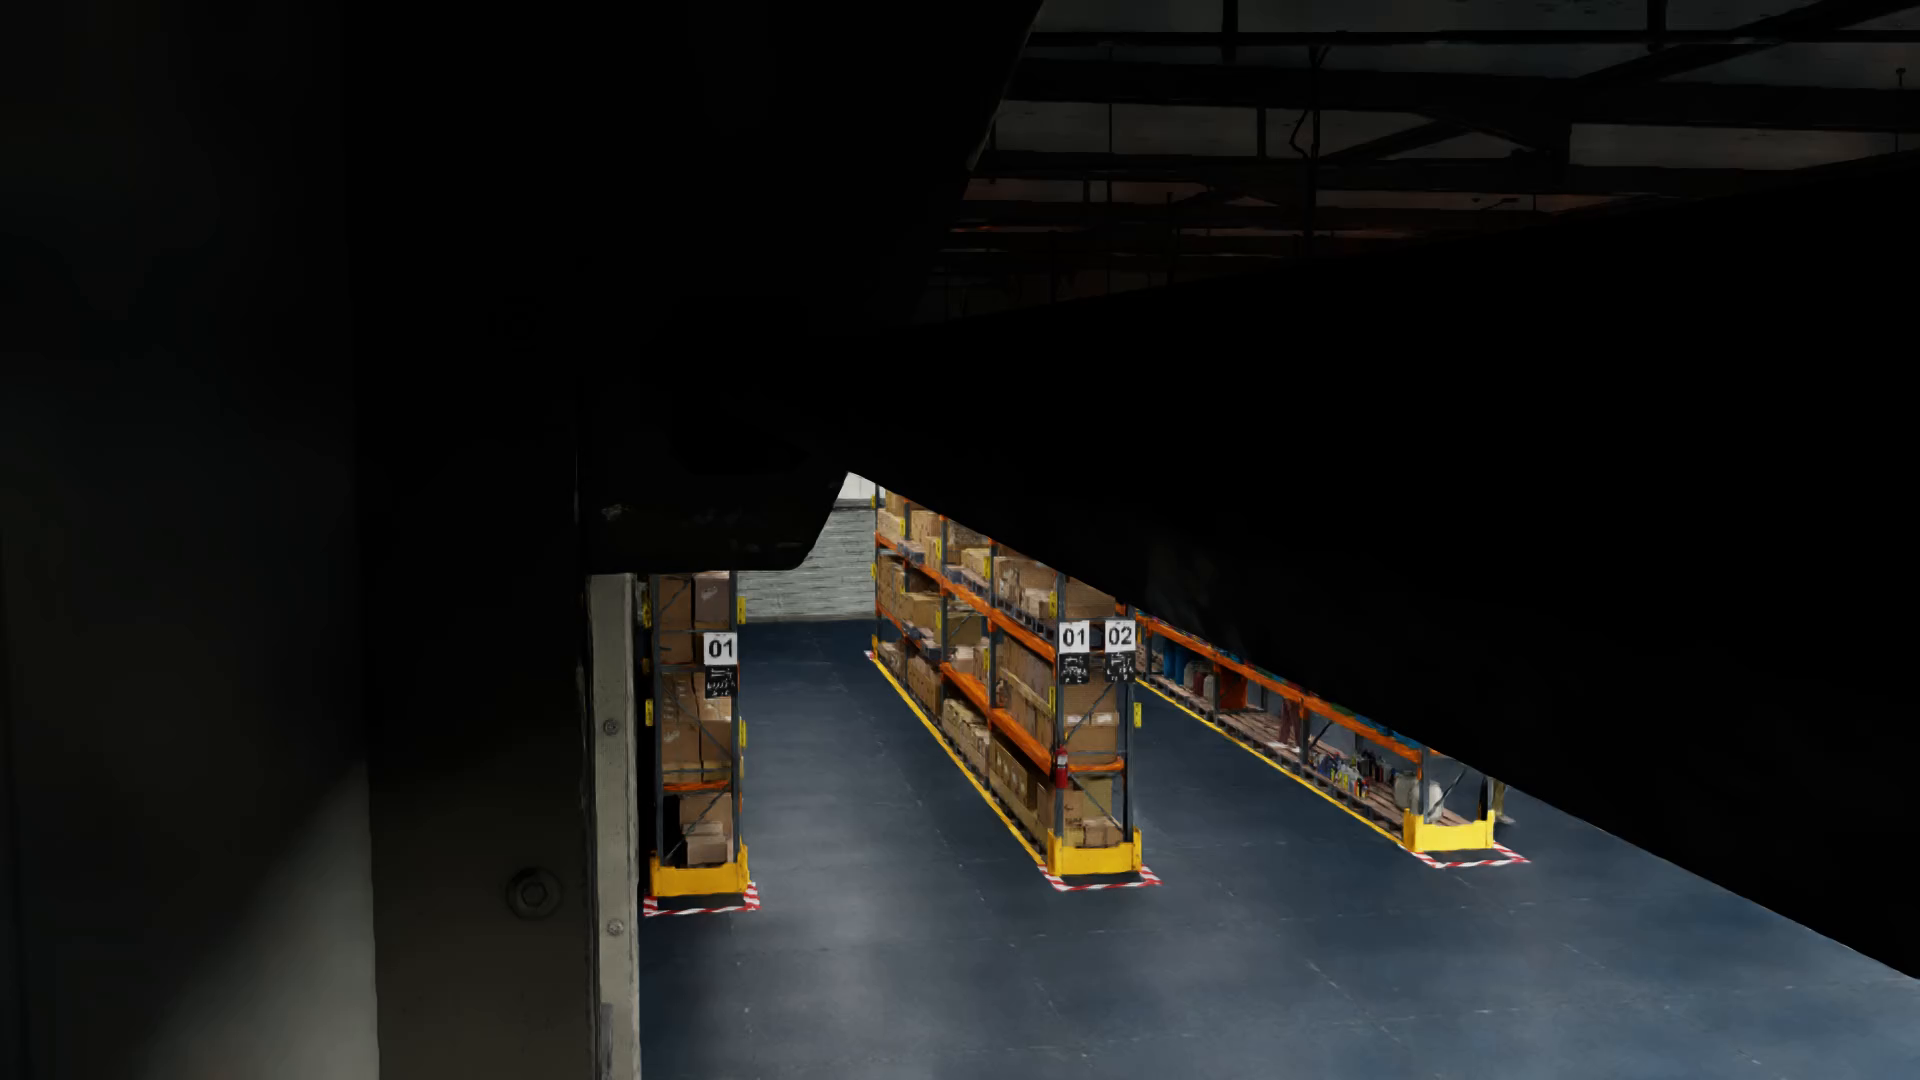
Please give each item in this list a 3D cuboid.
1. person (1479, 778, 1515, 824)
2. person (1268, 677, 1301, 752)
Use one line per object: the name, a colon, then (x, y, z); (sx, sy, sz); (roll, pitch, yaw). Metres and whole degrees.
person: (7.522, 3.034, 23.303); (0.442, 1.781, 0.686); (-3, 7, -26)
person: (5.266, 2.529, 26.688); (0.573, 1.665, 0.589); (0, 6, 1)
